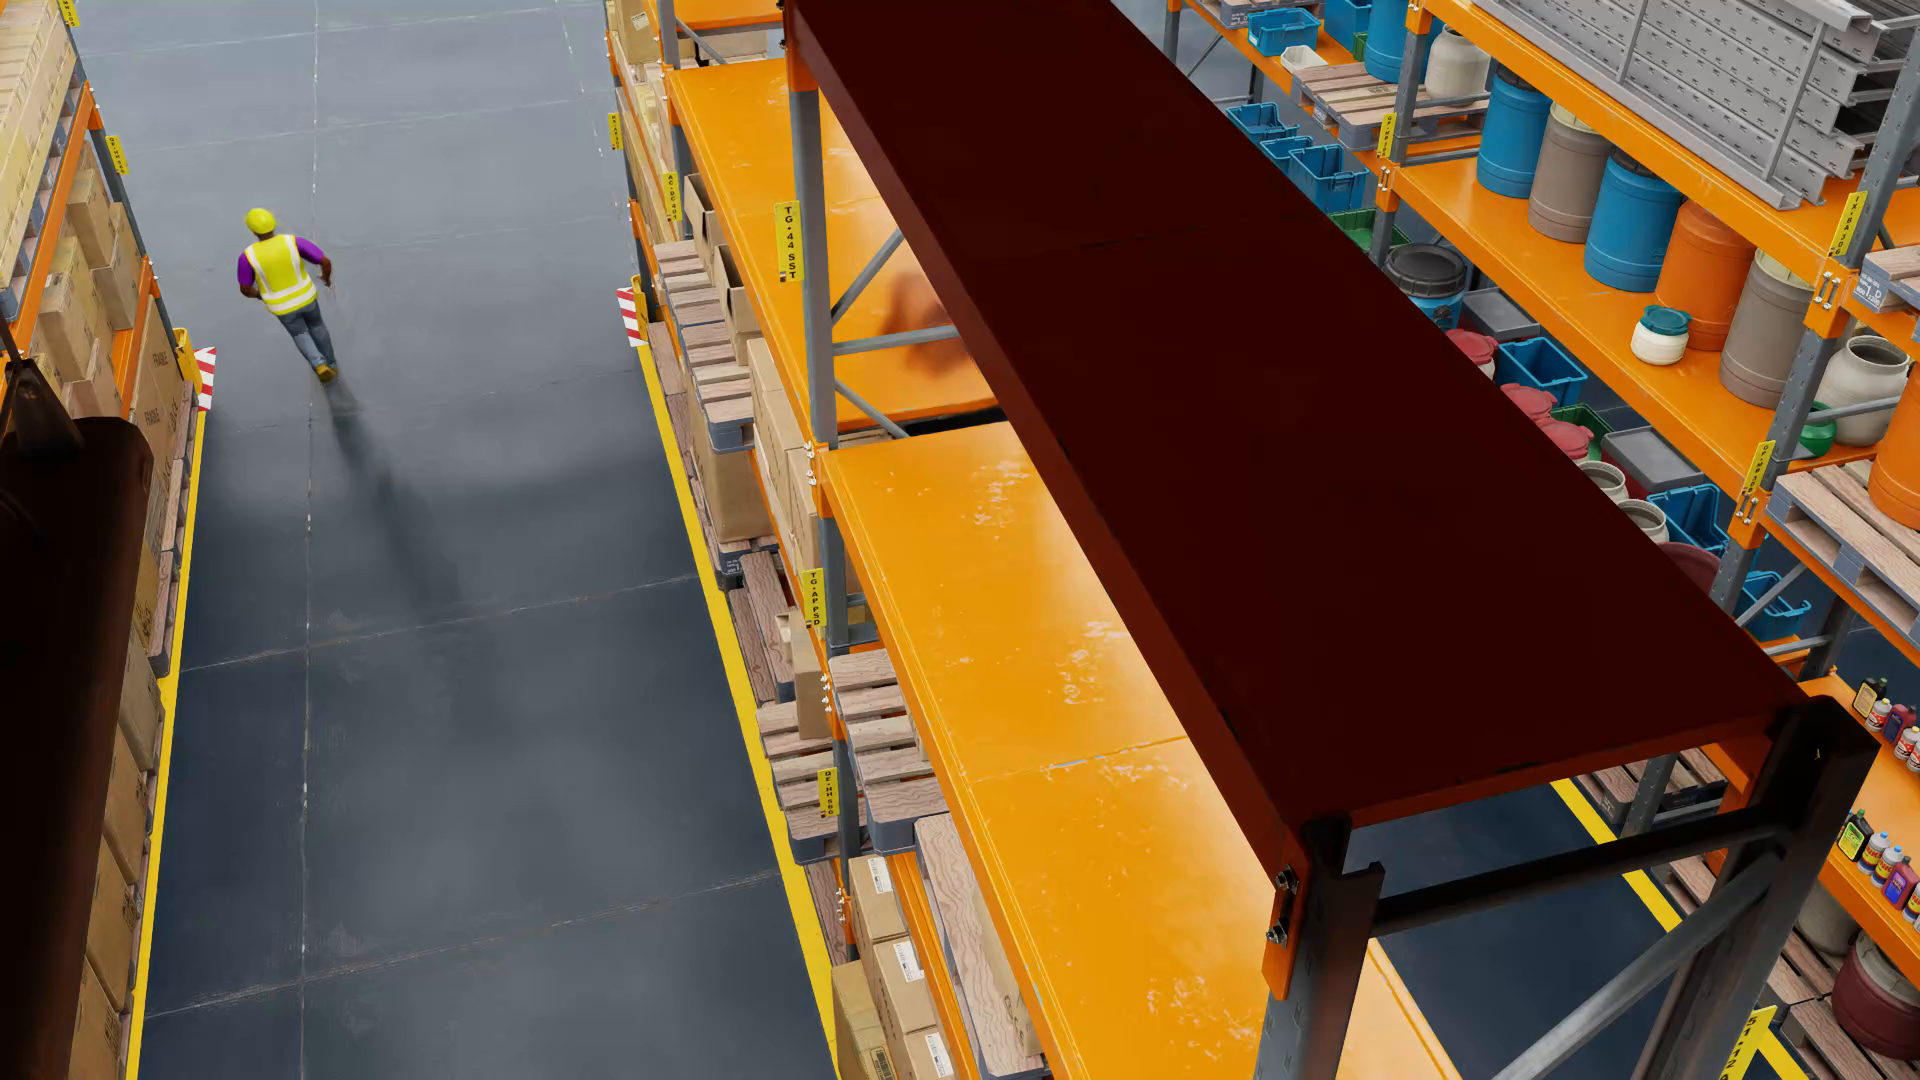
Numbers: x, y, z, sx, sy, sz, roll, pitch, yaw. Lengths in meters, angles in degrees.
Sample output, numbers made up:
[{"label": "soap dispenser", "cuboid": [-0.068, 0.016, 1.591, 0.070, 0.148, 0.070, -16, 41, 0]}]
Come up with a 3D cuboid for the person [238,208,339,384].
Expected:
[{"label": "person", "cuboid": [-5.618, -1.998, 13.997, 0.743, 1.732, 0.691, -21, 43, -24]}]
